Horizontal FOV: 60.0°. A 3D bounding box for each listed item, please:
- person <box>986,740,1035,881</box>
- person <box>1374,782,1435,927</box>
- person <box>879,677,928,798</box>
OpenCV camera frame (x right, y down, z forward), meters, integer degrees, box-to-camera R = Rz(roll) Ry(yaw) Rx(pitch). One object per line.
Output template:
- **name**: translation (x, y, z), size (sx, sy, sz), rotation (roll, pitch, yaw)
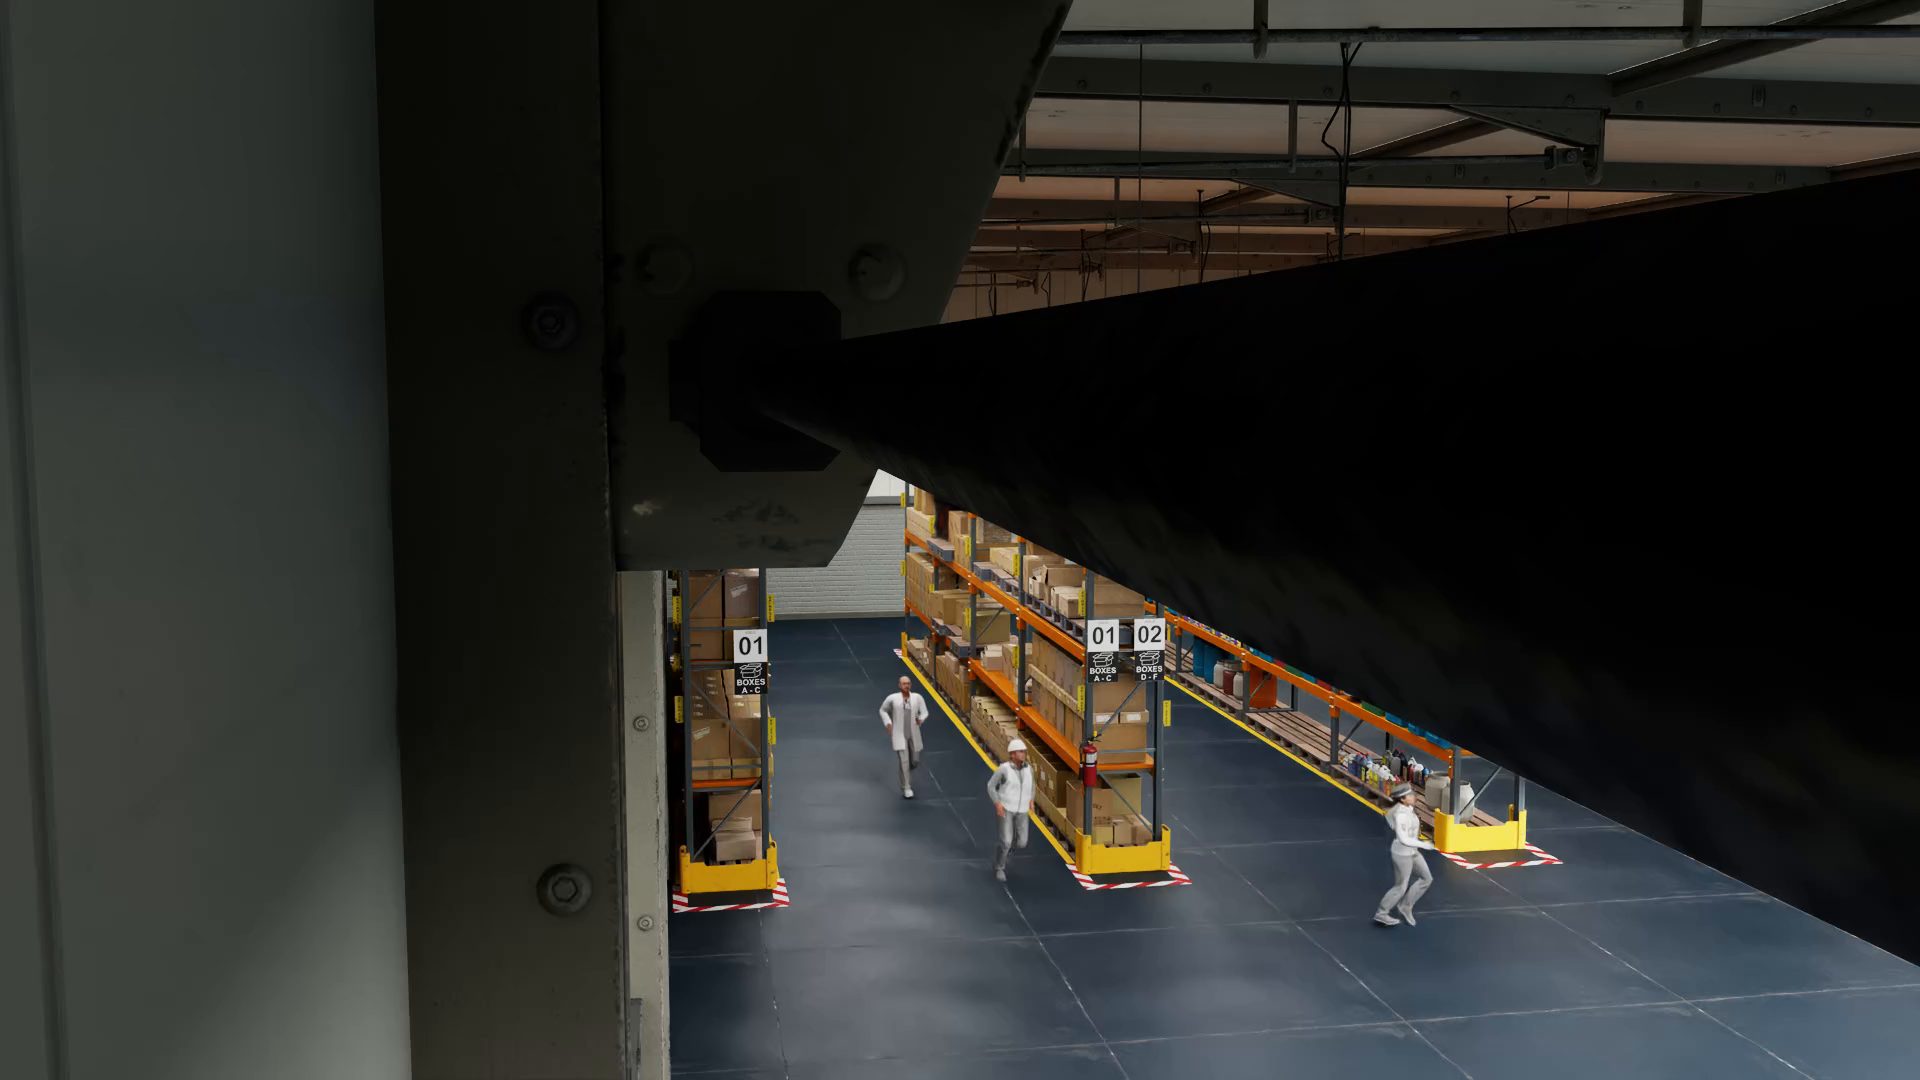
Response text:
- **person**: translation (0.662, 3.345, 20.743), size (0.704, 1.726, 0.545), rotation (-3, 7, -25)
- **person**: translation (5.039, 3.553, 18.817), size (0.644, 1.685, 0.619), rotation (2, 6, 22)
- **person**: translation (-0.822, 2.897, 24.743), size (0.720, 1.746, 0.912), rotation (-2, 6, -15)
